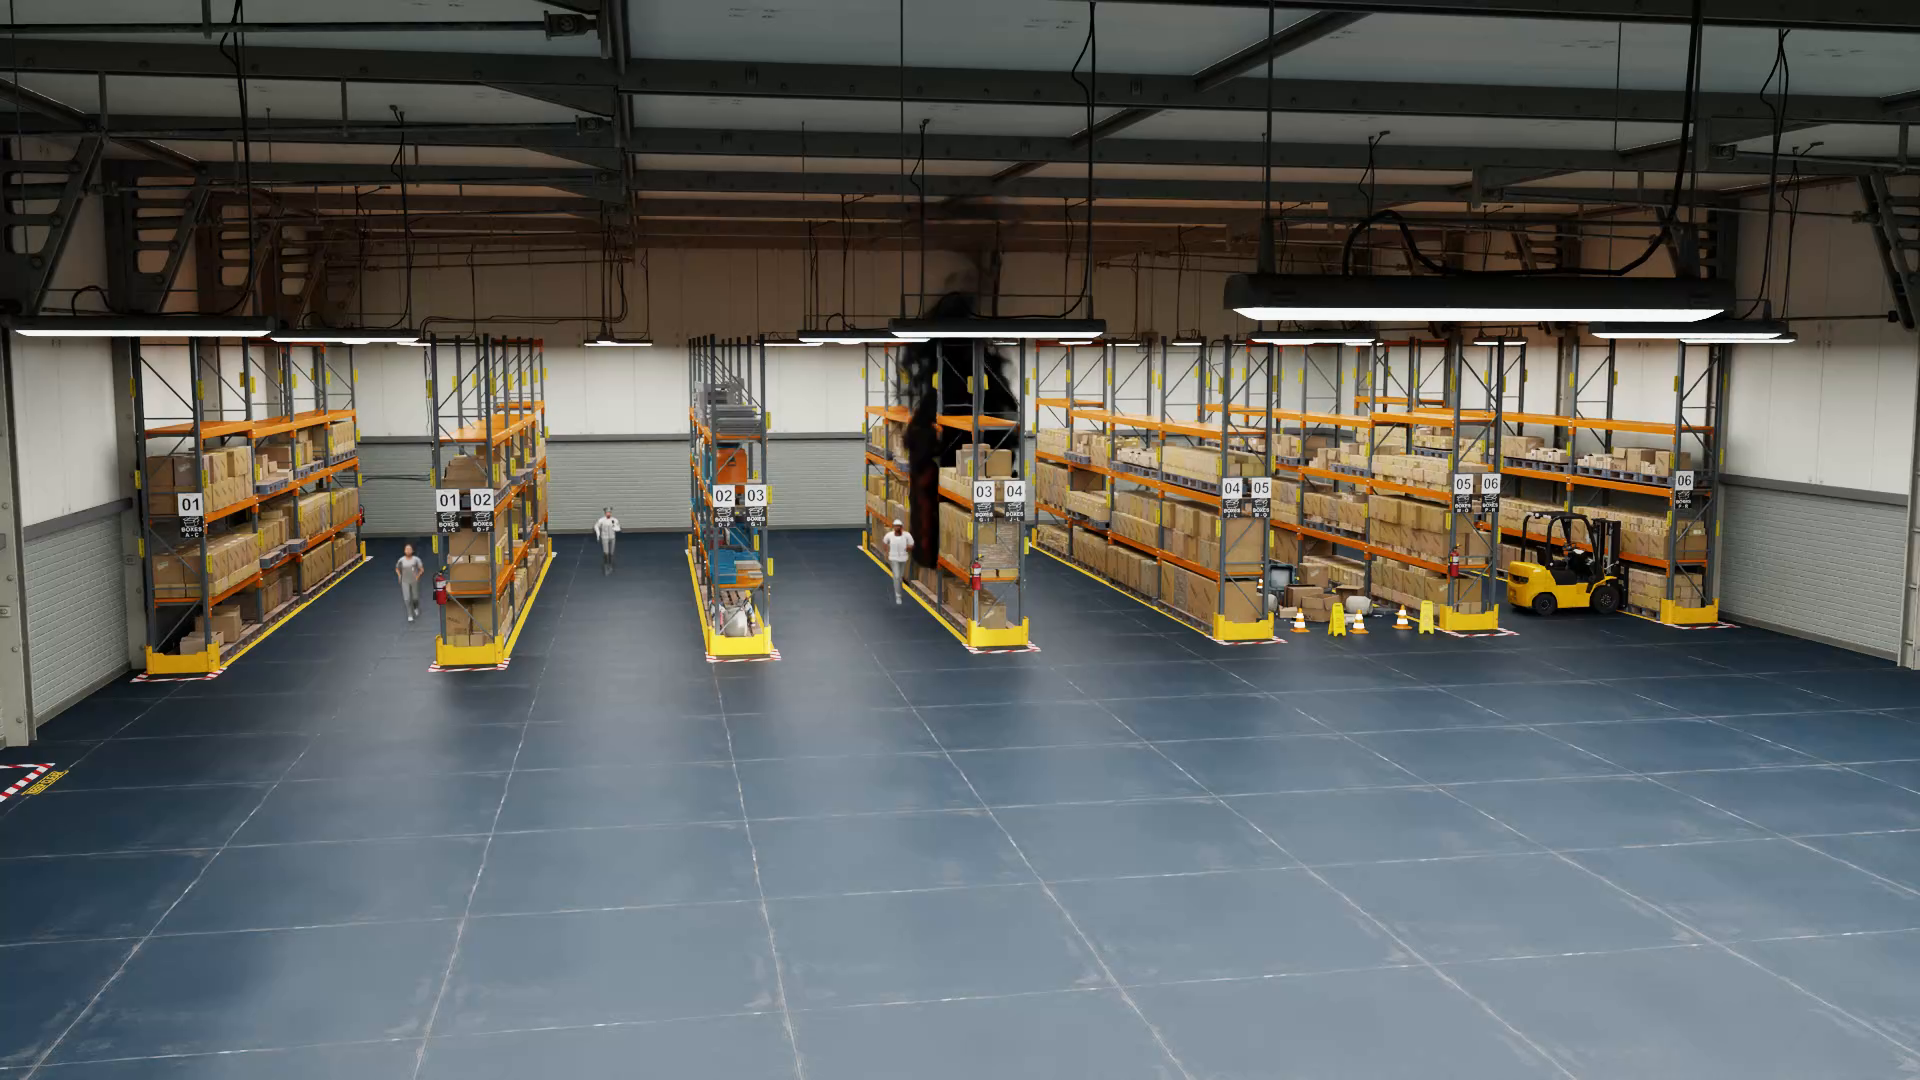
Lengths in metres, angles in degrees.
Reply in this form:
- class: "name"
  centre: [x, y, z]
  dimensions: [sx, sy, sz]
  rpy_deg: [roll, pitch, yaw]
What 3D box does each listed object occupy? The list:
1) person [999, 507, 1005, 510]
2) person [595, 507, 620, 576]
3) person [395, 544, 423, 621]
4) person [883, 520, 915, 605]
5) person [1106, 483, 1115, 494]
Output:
- class: "person"
  centre: [1.054, -0.760, 49.200]
  dimensions: [0.759, 1.669, 0.589]
  rpy_deg: [5, 8, 39]
- class: "person"
  centre: [-8.989, 0.014, 42.521]
  dimensions: [0.581, 1.753, 0.761]
  rpy_deg: [-3, 7, -24]
- class: "person"
  centre: [-11.636, 0.891, 35.145]
  dimensions: [0.561, 1.613, 0.593]
  rpy_deg: [-2, 7, -14]
- class: "person"
  centre: [-1.300, 0.452, 35.836]
  dimensions: [0.682, 1.804, 0.861]
  rpy_deg: [-1, 7, -9]
- class: "person"
  centre: [4.470, -0.880, 50.361]
  dimensions: [0.693, 1.752, 0.556]
  rpy_deg: [-1, 7, -11]
